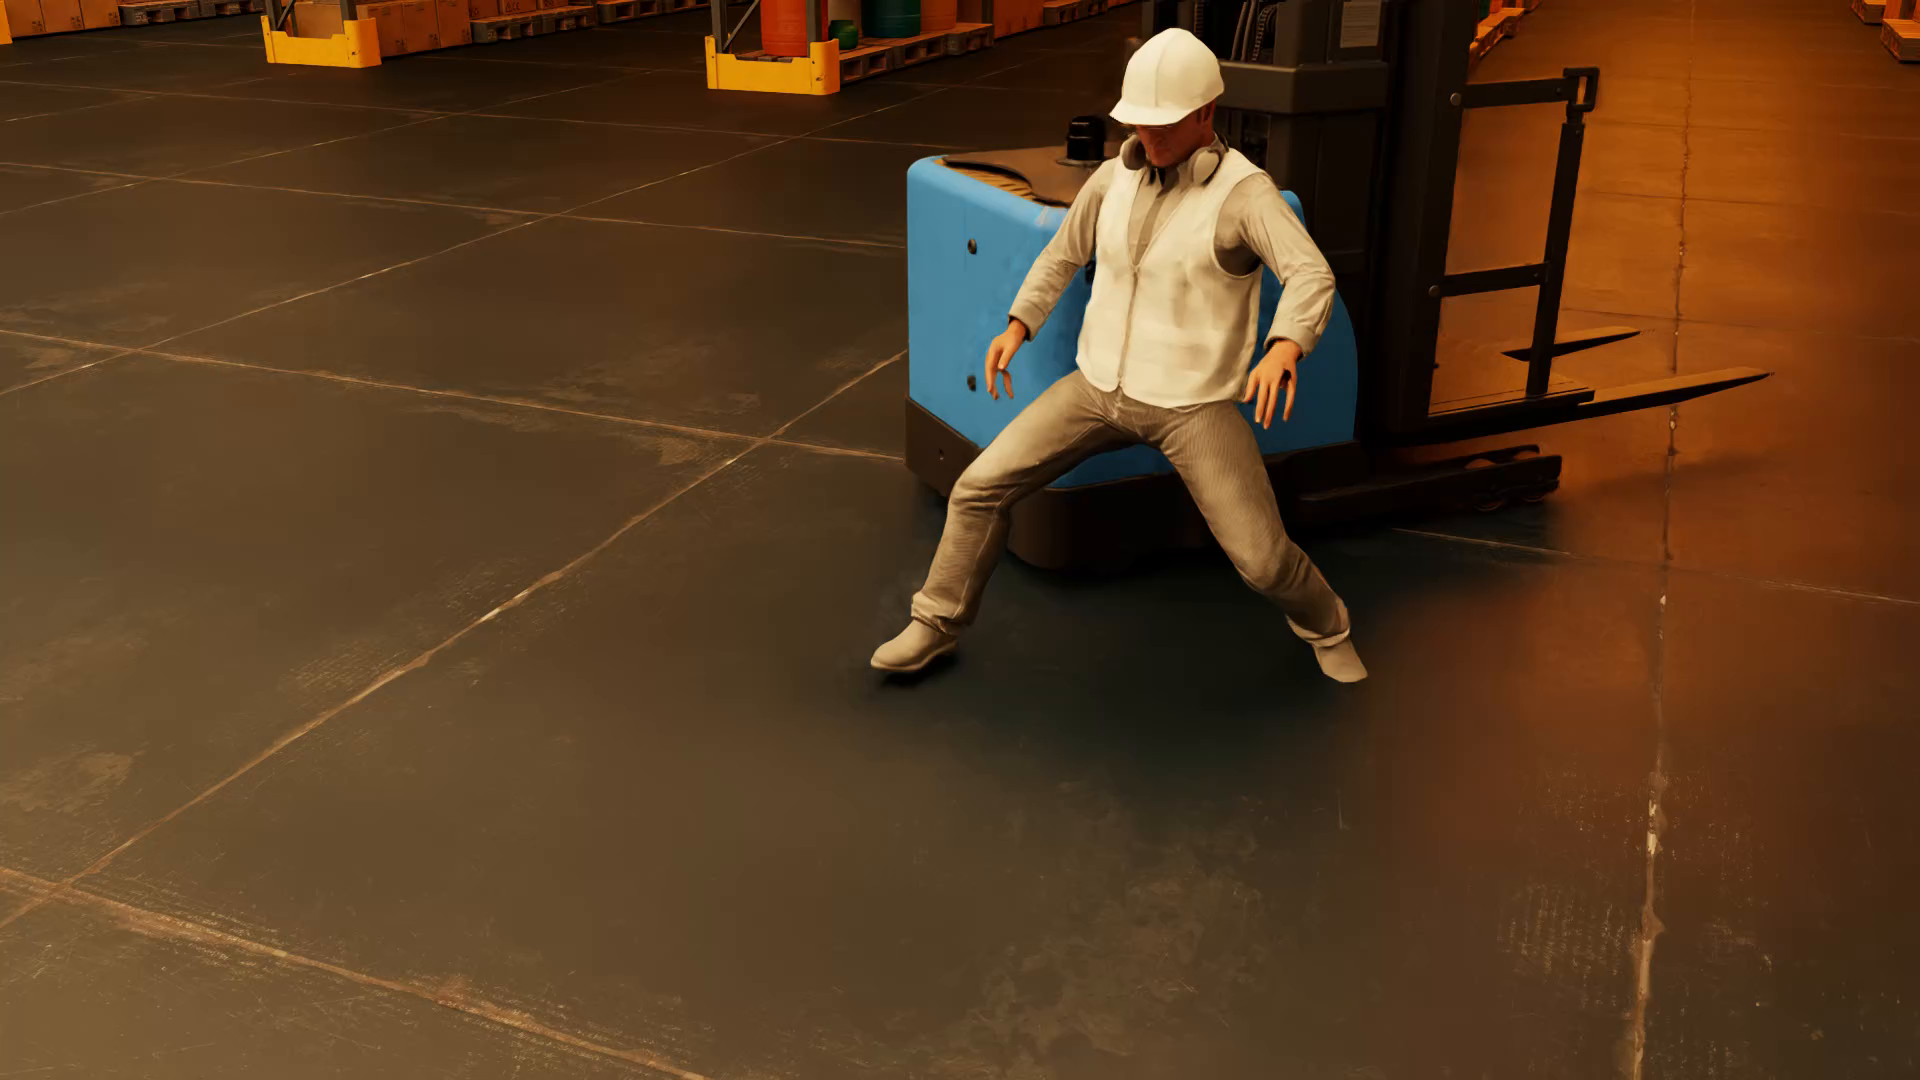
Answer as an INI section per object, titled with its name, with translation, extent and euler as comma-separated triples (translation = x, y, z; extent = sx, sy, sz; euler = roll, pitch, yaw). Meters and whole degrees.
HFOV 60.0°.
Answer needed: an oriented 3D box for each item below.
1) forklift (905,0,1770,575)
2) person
[forklift]
translation = 1.382, -1.617, 5.161
extent = 3.031, 2.935, 1.130
euler = -10, 25, -23
[person]
translation = 0.437, -0.367, 3.993
extent = 1.018, 1.640, 0.970
euler = 17, 28, 35
